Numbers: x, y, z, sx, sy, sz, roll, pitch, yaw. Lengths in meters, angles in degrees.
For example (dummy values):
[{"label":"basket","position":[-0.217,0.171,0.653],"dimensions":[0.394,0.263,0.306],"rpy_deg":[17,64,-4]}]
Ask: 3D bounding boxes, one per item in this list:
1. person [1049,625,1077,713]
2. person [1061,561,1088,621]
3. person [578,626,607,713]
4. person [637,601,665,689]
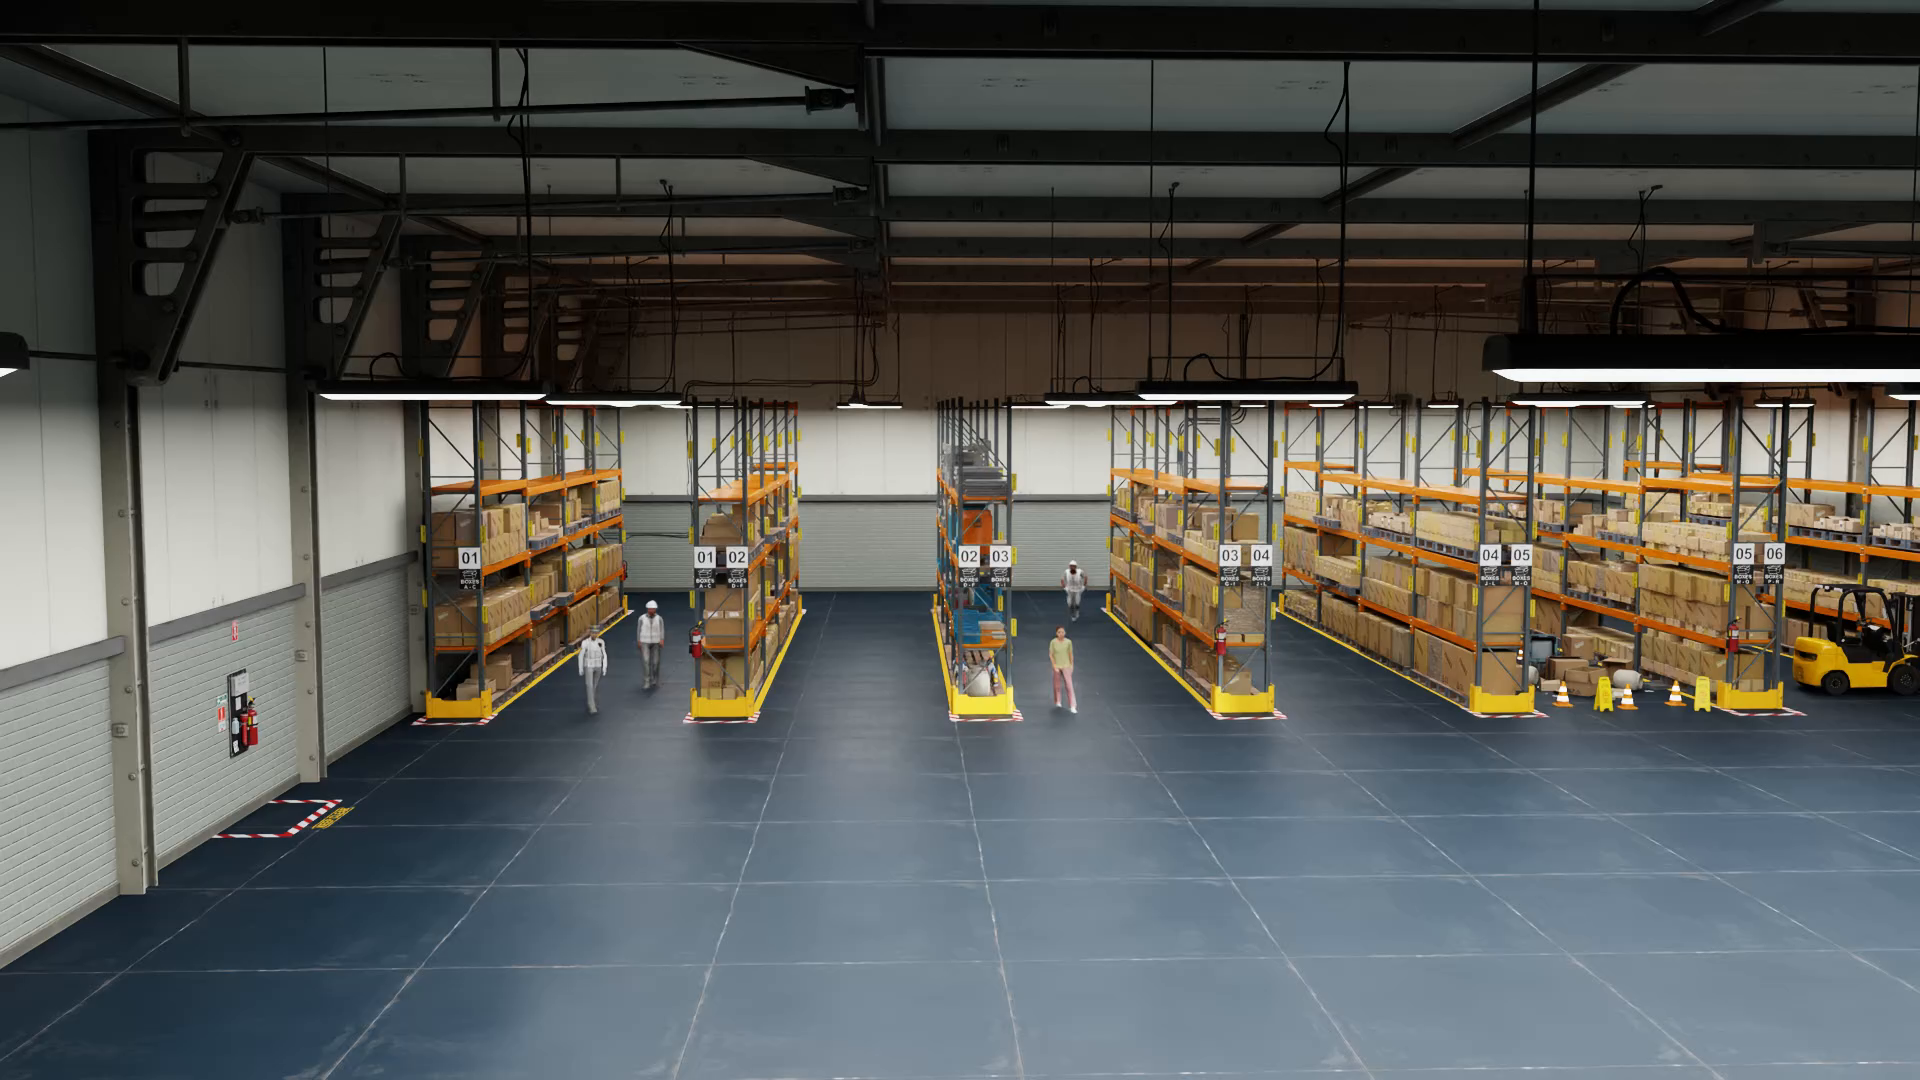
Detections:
[{"label":"person","position":[1.986,2.446,31.896],"dimensions":[0.565,1.629,0.785],"rpy_deg":[1,4,10]},{"label":"person","position":[3.113,1.386,45.328],"dimensions":[0.720,1.682,0.653],"rpy_deg":[1,4,7]},{"label":"person","position":[-6.989,2.435,31.745],"dimensions":[0.508,1.619,0.953],"rpy_deg":[-3,5,-36]},{"label":"person","position":[-6.412,2.179,34.646],"dimensions":[0.561,1.786,0.676],"rpy_deg":[-2,5,-19]}]
